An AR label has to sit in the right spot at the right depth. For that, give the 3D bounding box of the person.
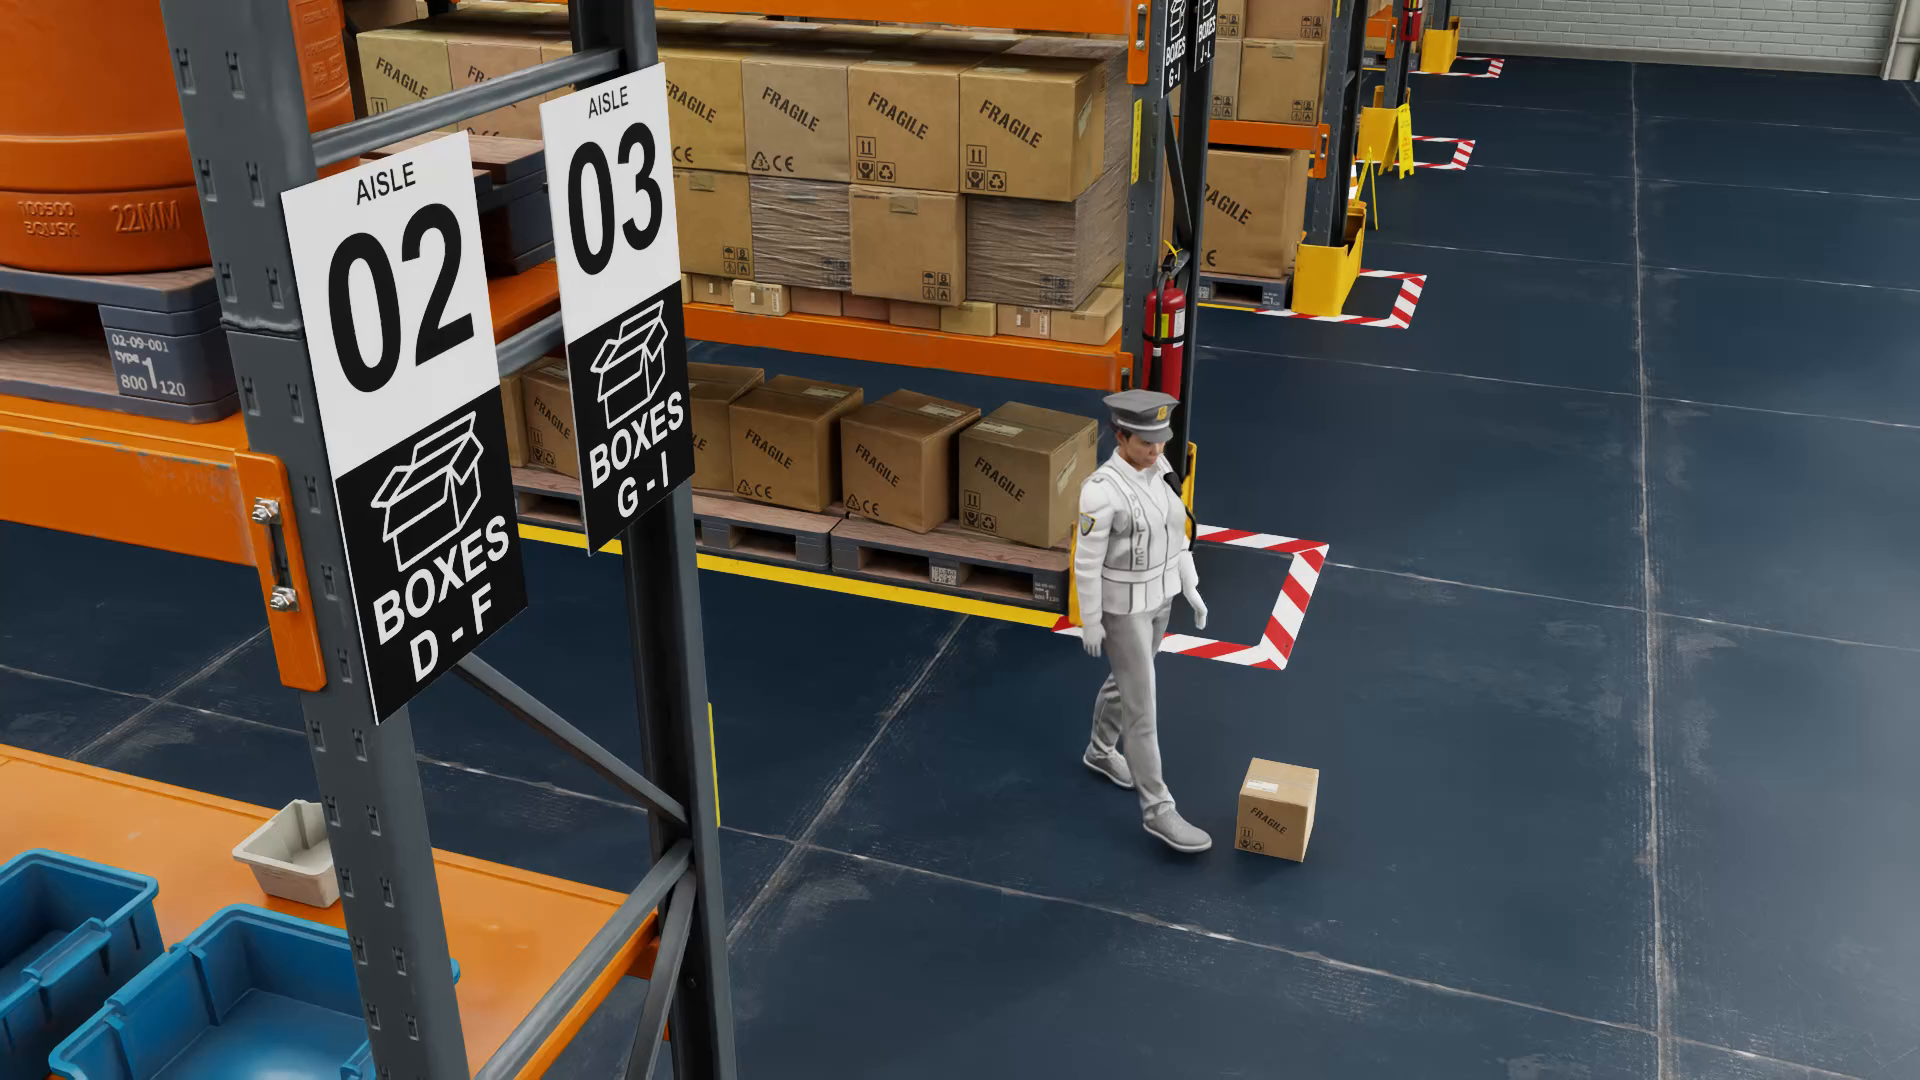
[{"bbox_3d":[0.738,0.273,6.023,0.728,1.659,0.499,20,32,35],"label":"person"}]
